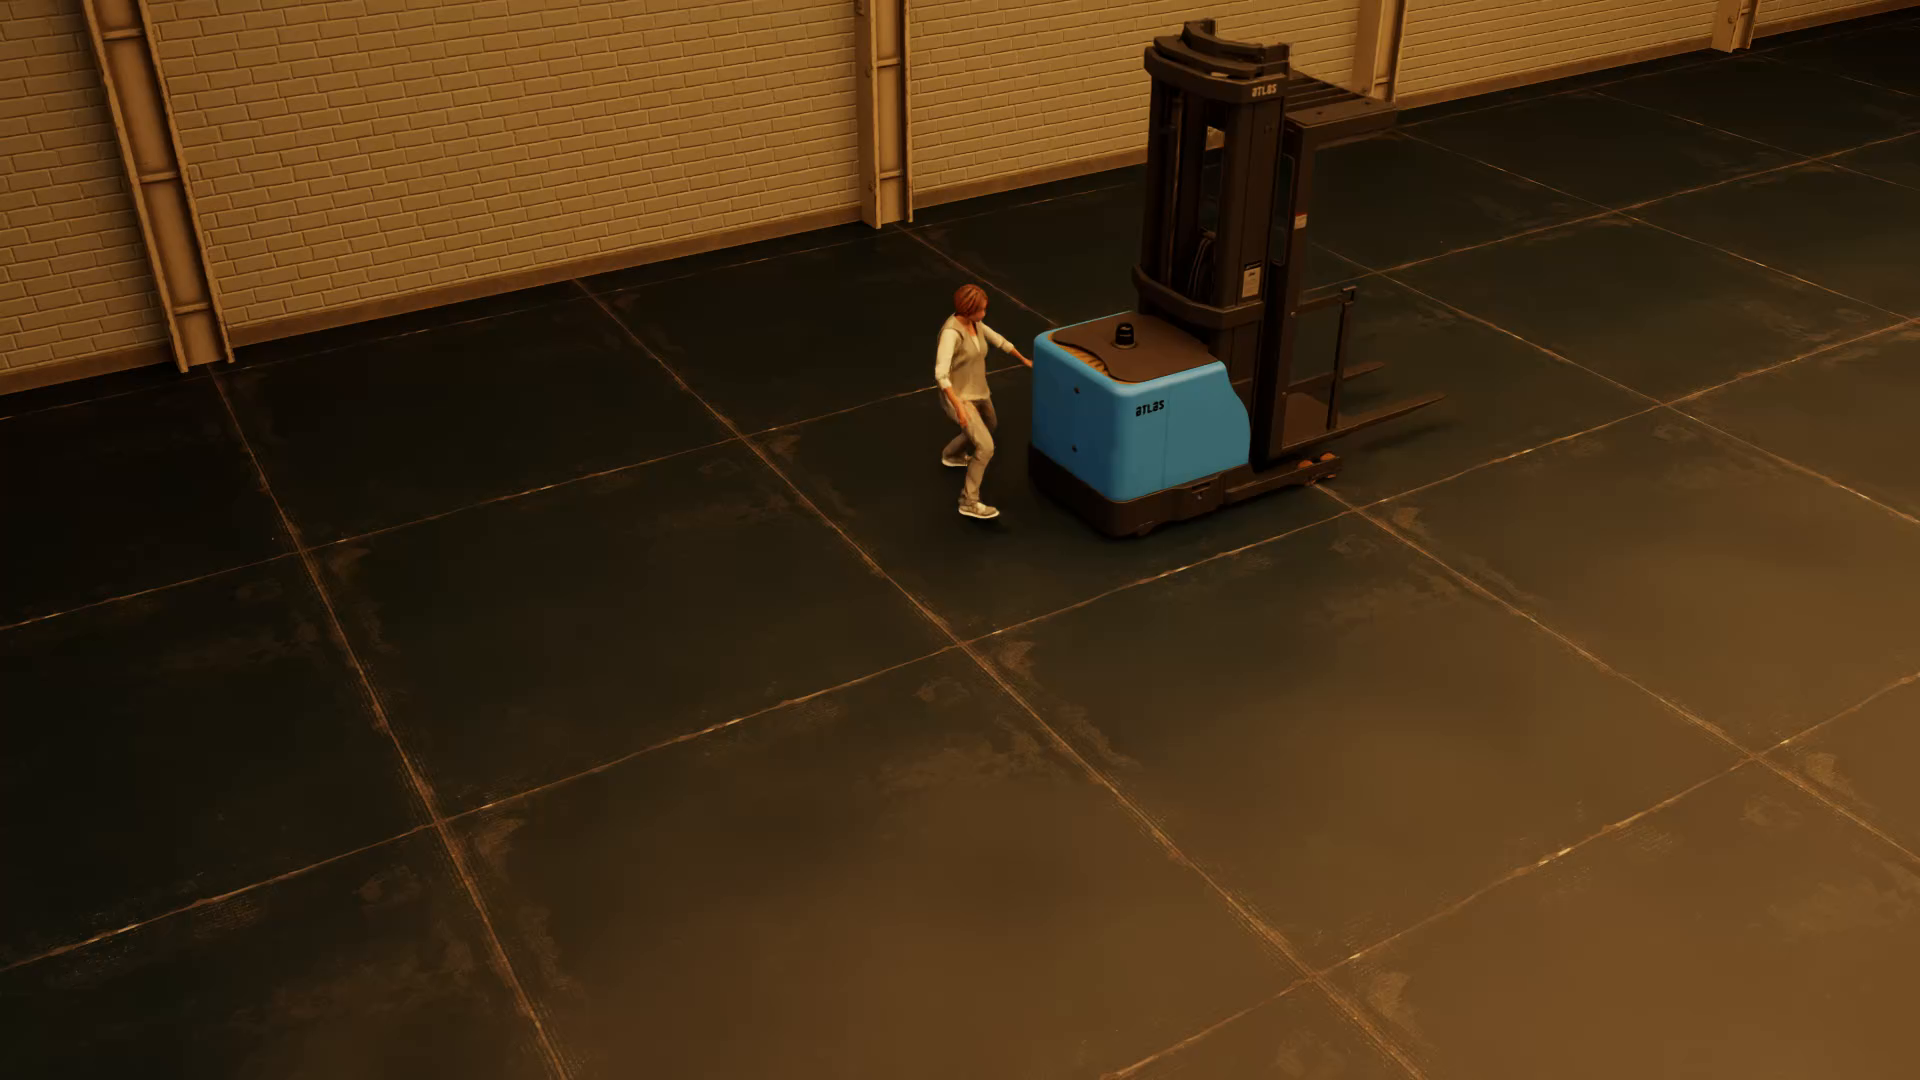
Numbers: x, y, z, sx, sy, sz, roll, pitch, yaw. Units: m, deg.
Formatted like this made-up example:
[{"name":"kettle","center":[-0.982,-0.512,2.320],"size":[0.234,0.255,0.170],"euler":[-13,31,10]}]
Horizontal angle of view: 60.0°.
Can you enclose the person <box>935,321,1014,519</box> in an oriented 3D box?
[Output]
[{"name":"person","center":[0.091,-0.836,10.729],"size":[0.730,1.245,0.792],"euler":[17,35,26]}]

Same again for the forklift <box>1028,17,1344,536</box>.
[{"name":"forklift","center":[1.979,-1.834,10.710],"size":[3.031,2.935,1.130],"euler":[-17,35,-27]}]
